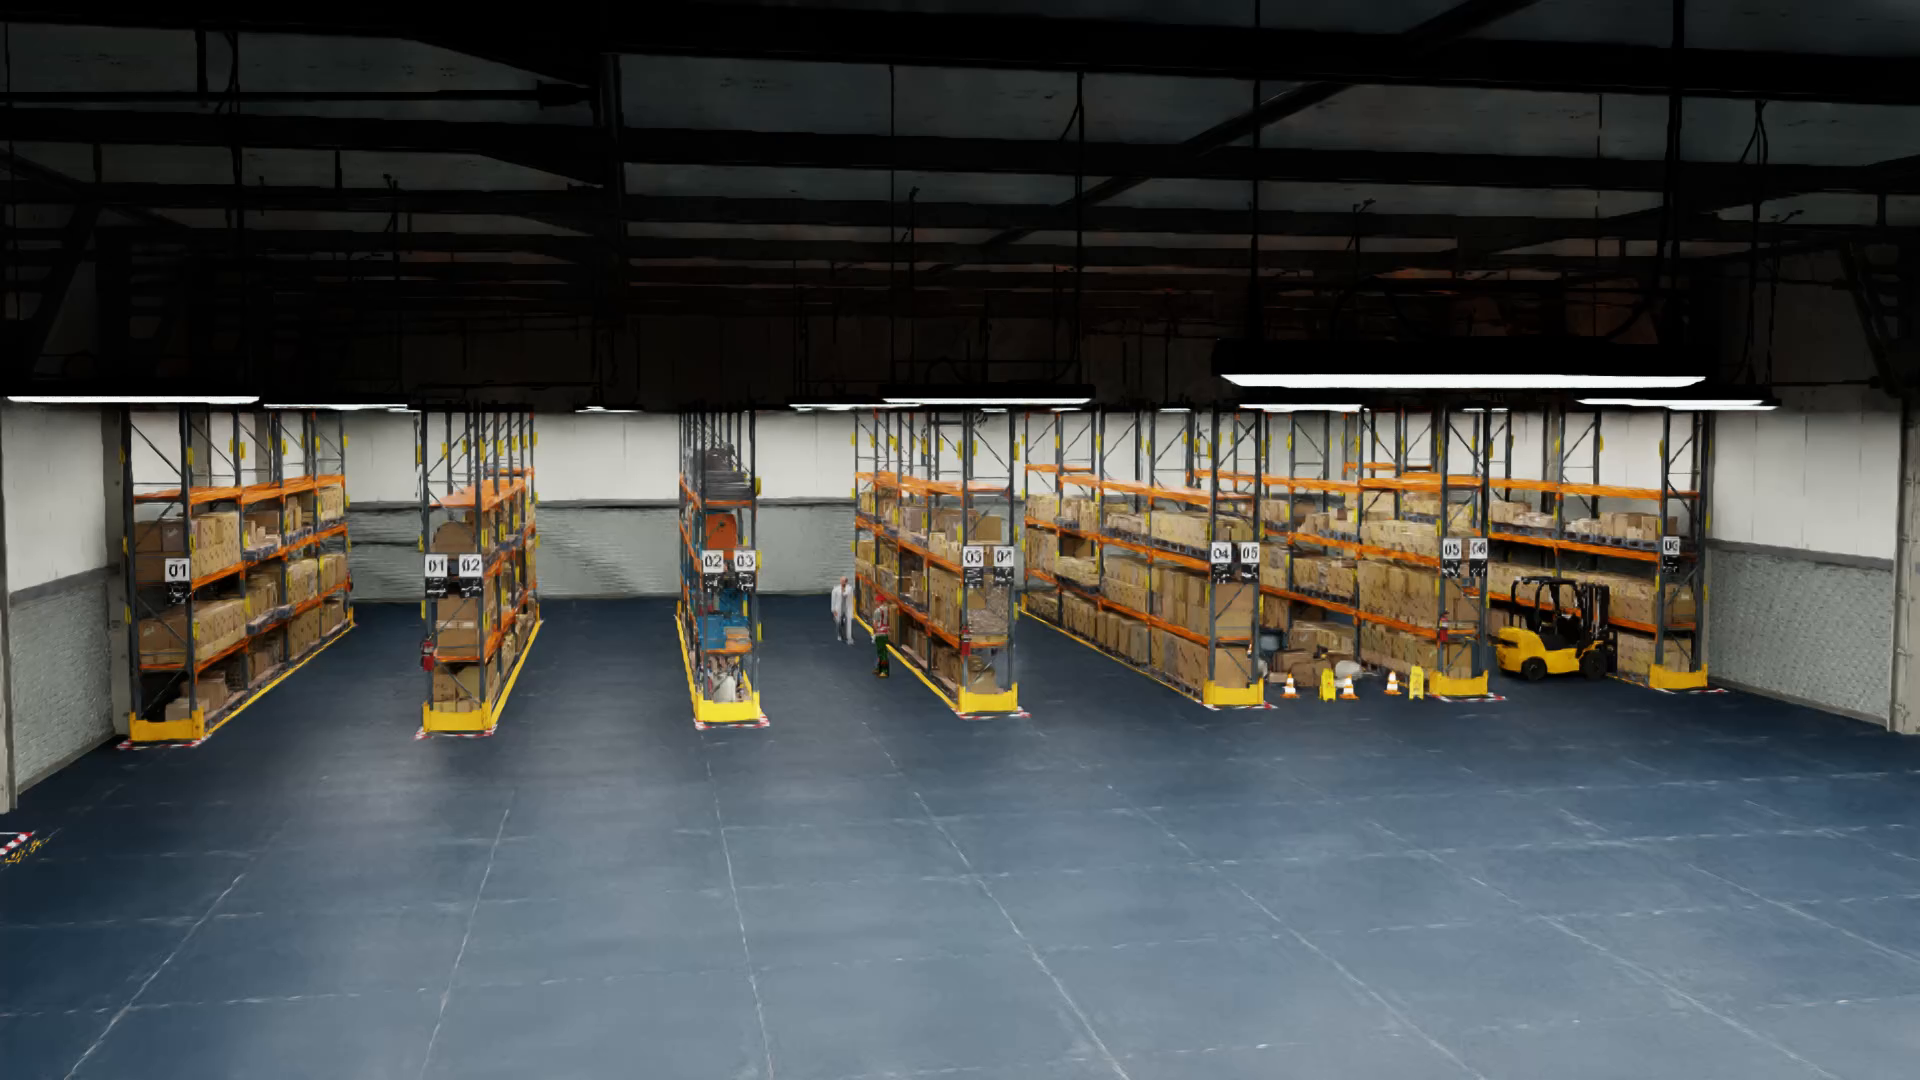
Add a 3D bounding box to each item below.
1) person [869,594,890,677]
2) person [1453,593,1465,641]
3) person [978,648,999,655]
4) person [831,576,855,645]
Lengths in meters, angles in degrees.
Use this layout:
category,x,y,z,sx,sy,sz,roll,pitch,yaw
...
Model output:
category,x,y,z,sx,sy,sz,roll,pitch,yaw
person,-1.766,2.068,36.412,0.577,1.785,0.655,2,5,20
person,11.265,1.980,37.722,0.580,1.763,0.673,2,5,21
person,0.619,1.931,39.620,0.479,1.553,1.090,-1,4,-9
person,-2.912,1.730,41.442,0.598,1.698,1.194,-1,4,-8
